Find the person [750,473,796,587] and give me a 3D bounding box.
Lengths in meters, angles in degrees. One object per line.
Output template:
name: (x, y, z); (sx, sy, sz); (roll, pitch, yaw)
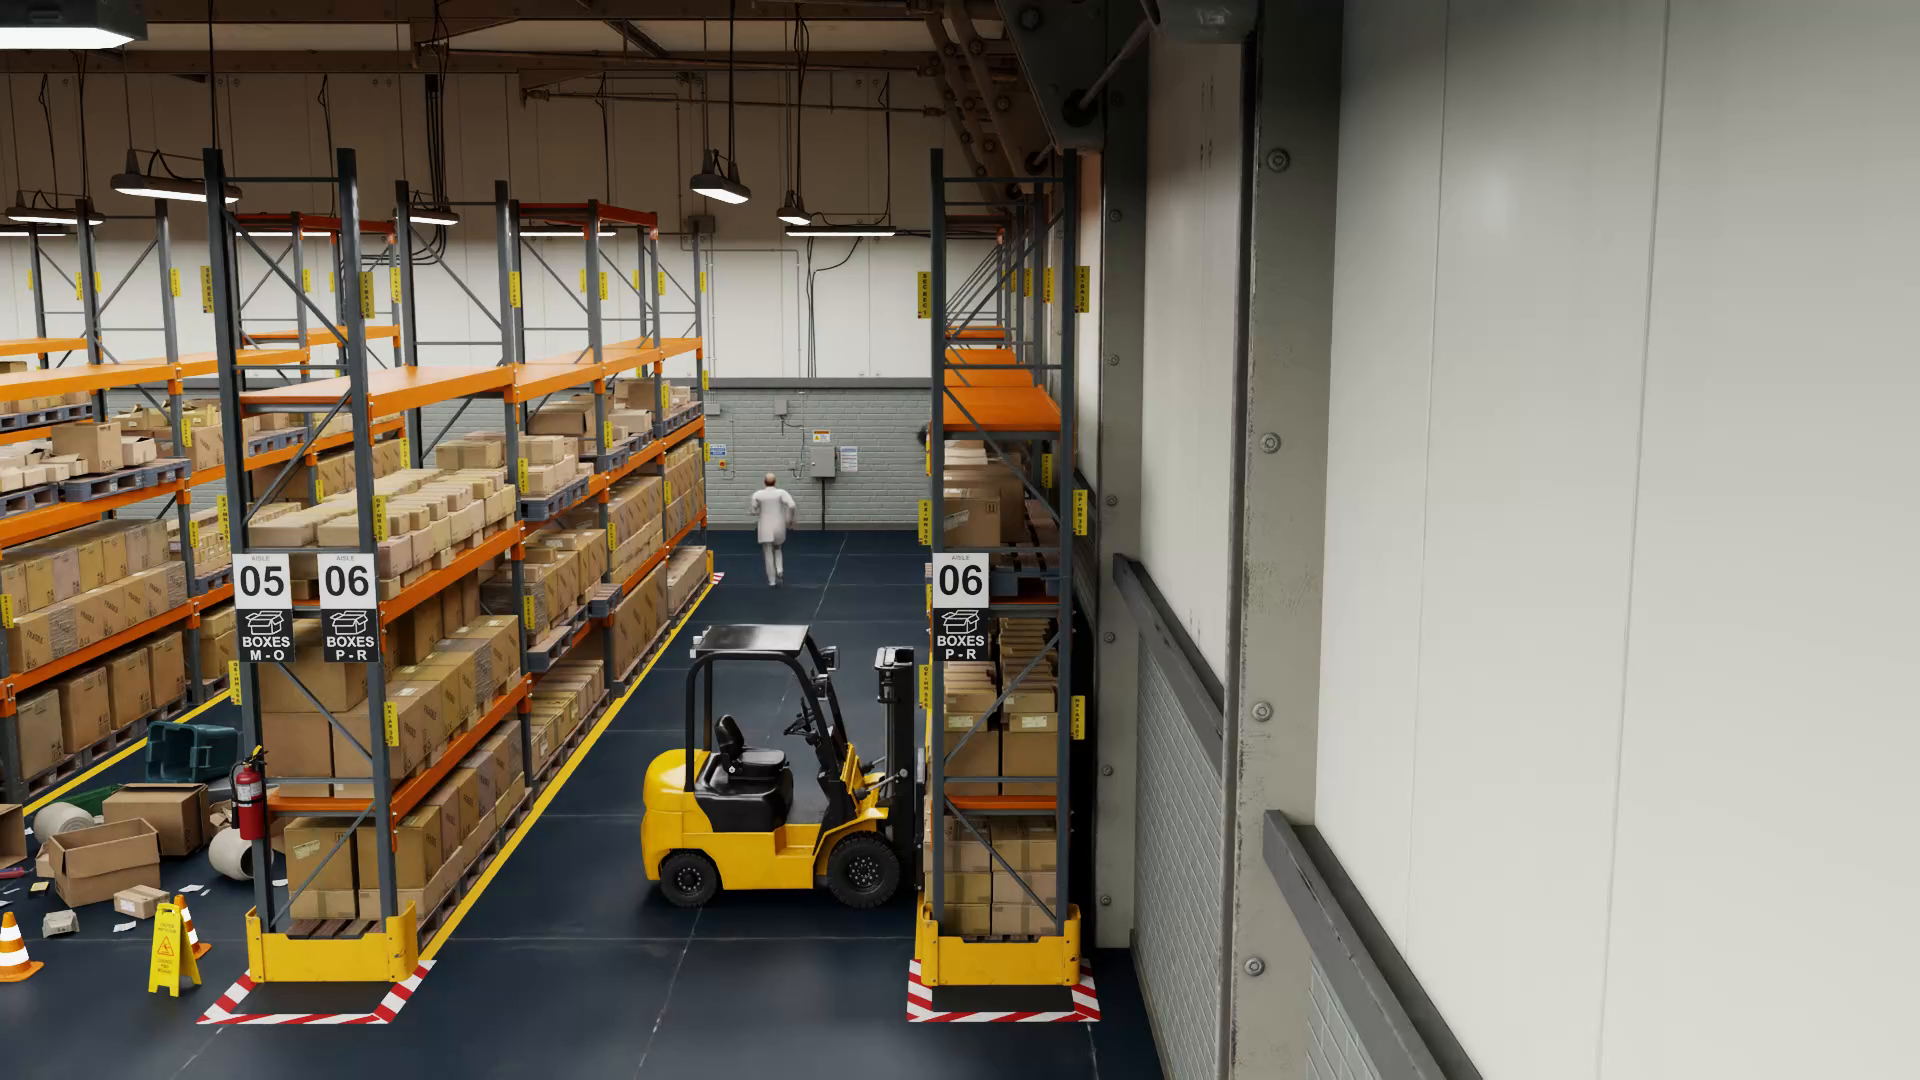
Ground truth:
person: (-2.946, -0.143, 26.076); (0.675, 1.843, 0.750); (-2, 9, -14)
